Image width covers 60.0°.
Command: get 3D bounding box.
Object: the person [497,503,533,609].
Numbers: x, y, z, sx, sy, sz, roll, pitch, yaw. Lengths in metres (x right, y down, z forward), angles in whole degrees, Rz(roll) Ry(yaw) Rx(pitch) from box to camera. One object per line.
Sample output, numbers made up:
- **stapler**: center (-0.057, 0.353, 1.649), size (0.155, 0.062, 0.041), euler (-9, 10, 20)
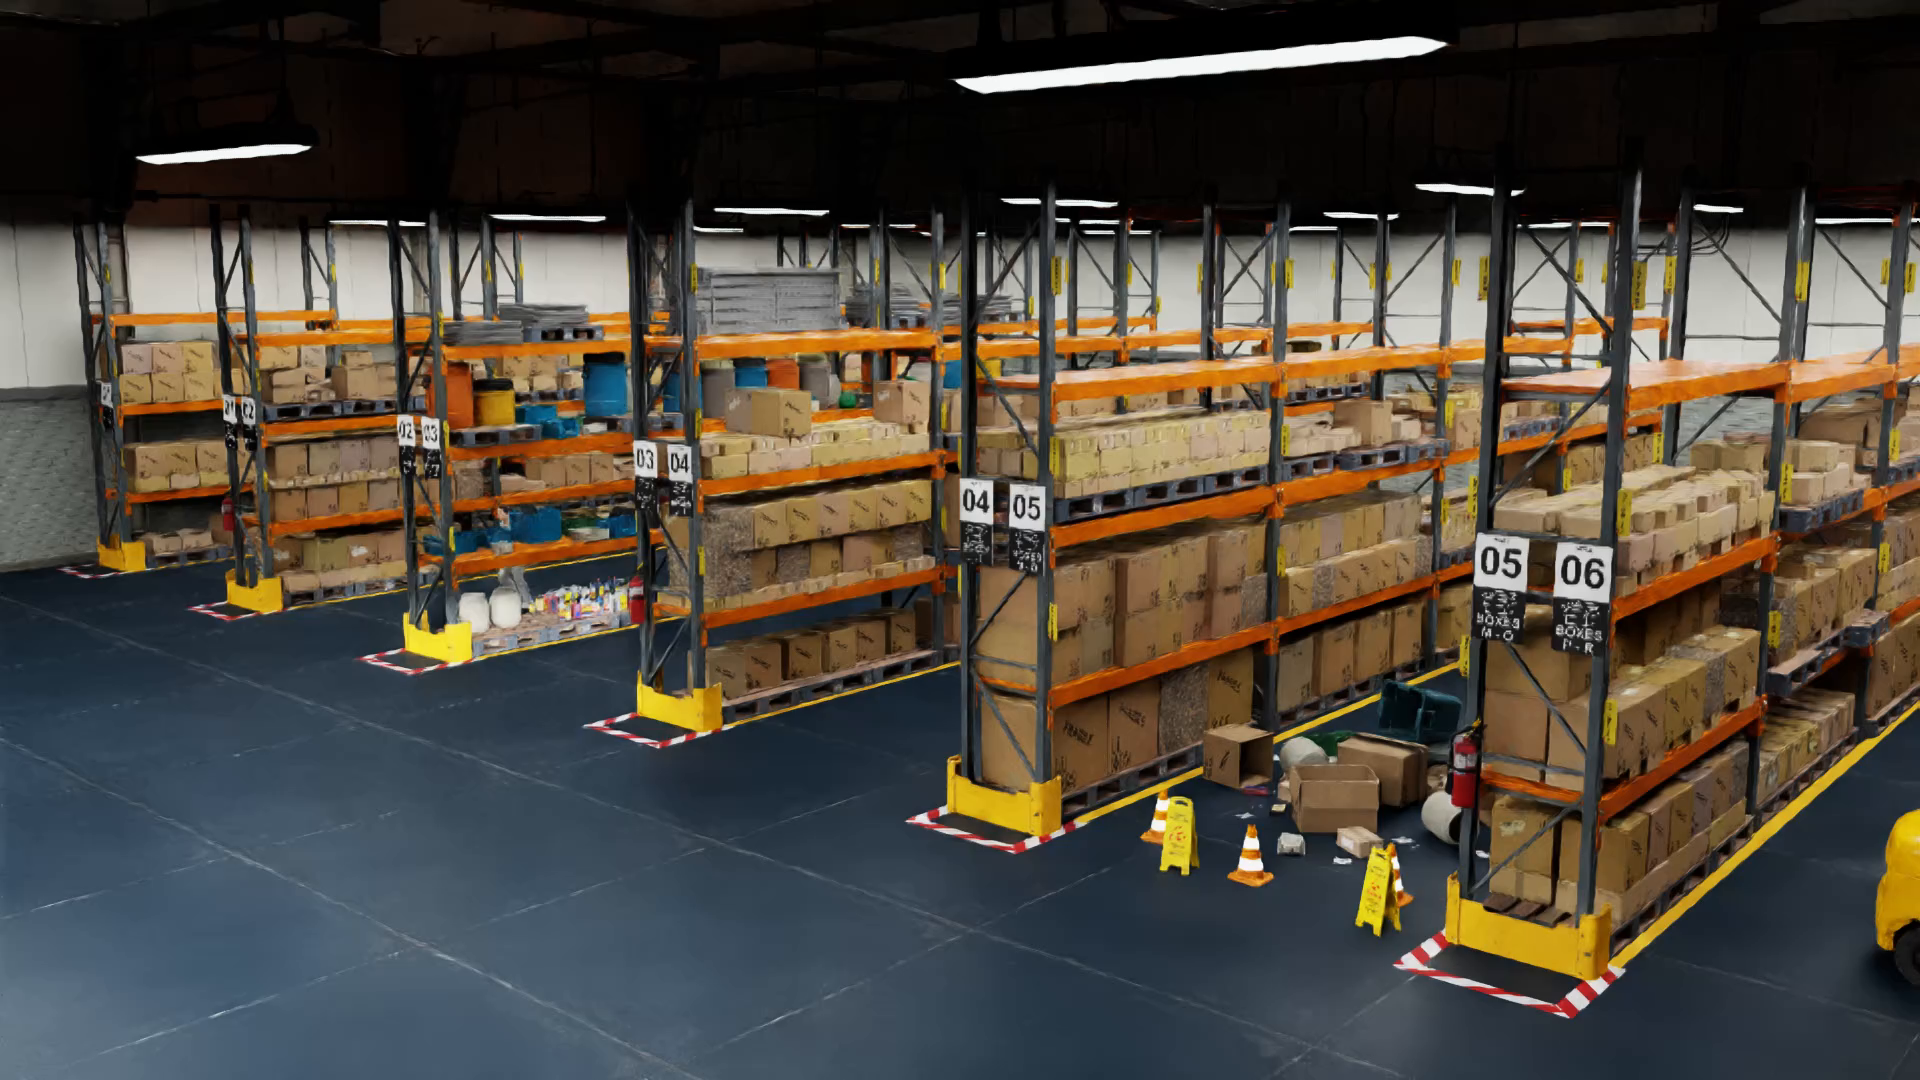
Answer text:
- **person**: center (-6.712, 0.239, 24.995), size (0.580, 1.619, 0.507), euler (8, 12, 38)
